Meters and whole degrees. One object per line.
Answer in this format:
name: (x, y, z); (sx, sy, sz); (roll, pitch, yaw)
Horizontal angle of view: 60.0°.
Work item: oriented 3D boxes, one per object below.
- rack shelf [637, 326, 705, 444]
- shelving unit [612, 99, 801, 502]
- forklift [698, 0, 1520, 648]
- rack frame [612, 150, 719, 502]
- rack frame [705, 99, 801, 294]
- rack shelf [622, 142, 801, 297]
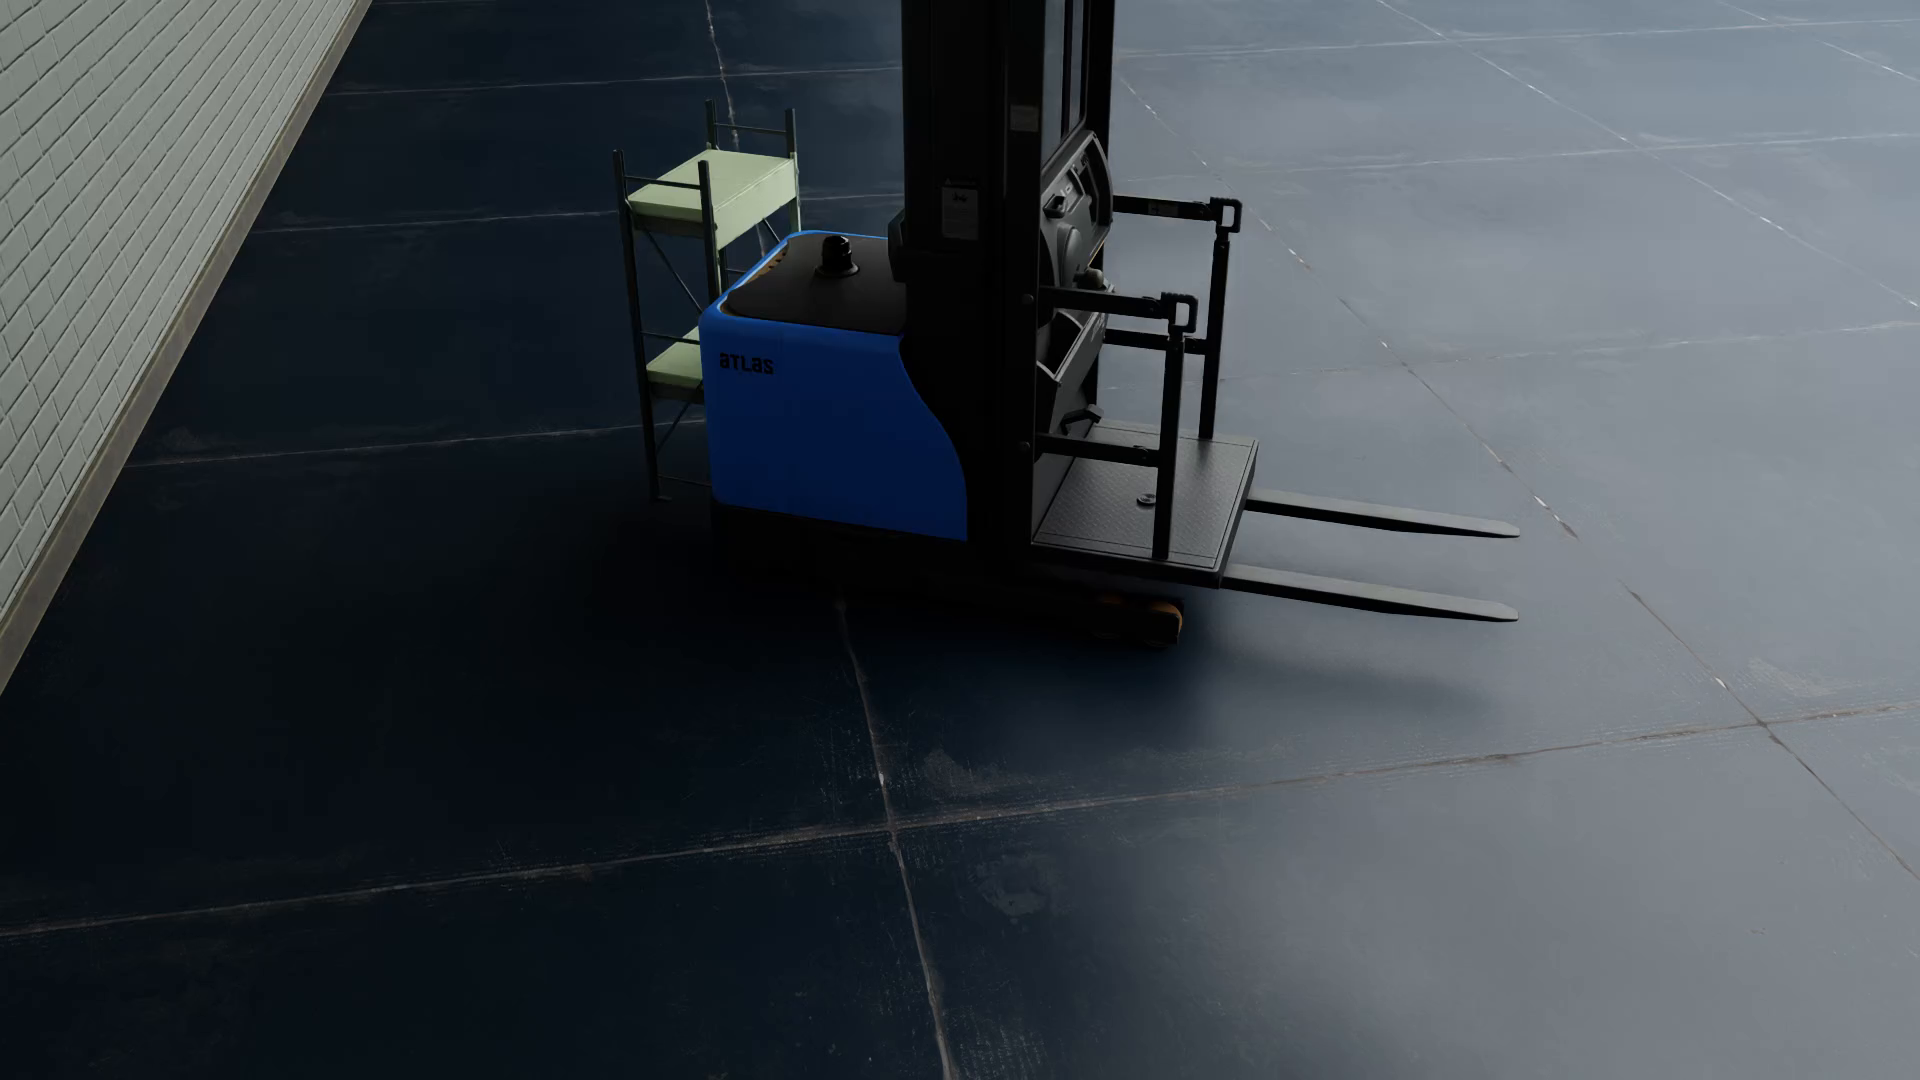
rack shelf: (-0.992, -0.687, 7.079); (0.431, 0.370, 0.720); (11, 32, 18)
shelving unit: (-0.993, -0.968, 6.915); (0.431, 1.500, 0.755); (11, 32, 18)
forklift: (0.604, -1.172, 5.852); (3.031, 2.935, 1.130); (9, 32, 14)
rack frame: (-1.124, -0.795, 6.620); (0.400, 1.500, 0.023); (11, 32, 18)
rack frame: (-0.862, -1.141, 7.209); (0.400, 1.500, 0.023); (11, 32, 18)
rack shelf: (-0.994, -1.305, 6.717); (0.431, 0.370, 0.720); (11, 32, 18)
